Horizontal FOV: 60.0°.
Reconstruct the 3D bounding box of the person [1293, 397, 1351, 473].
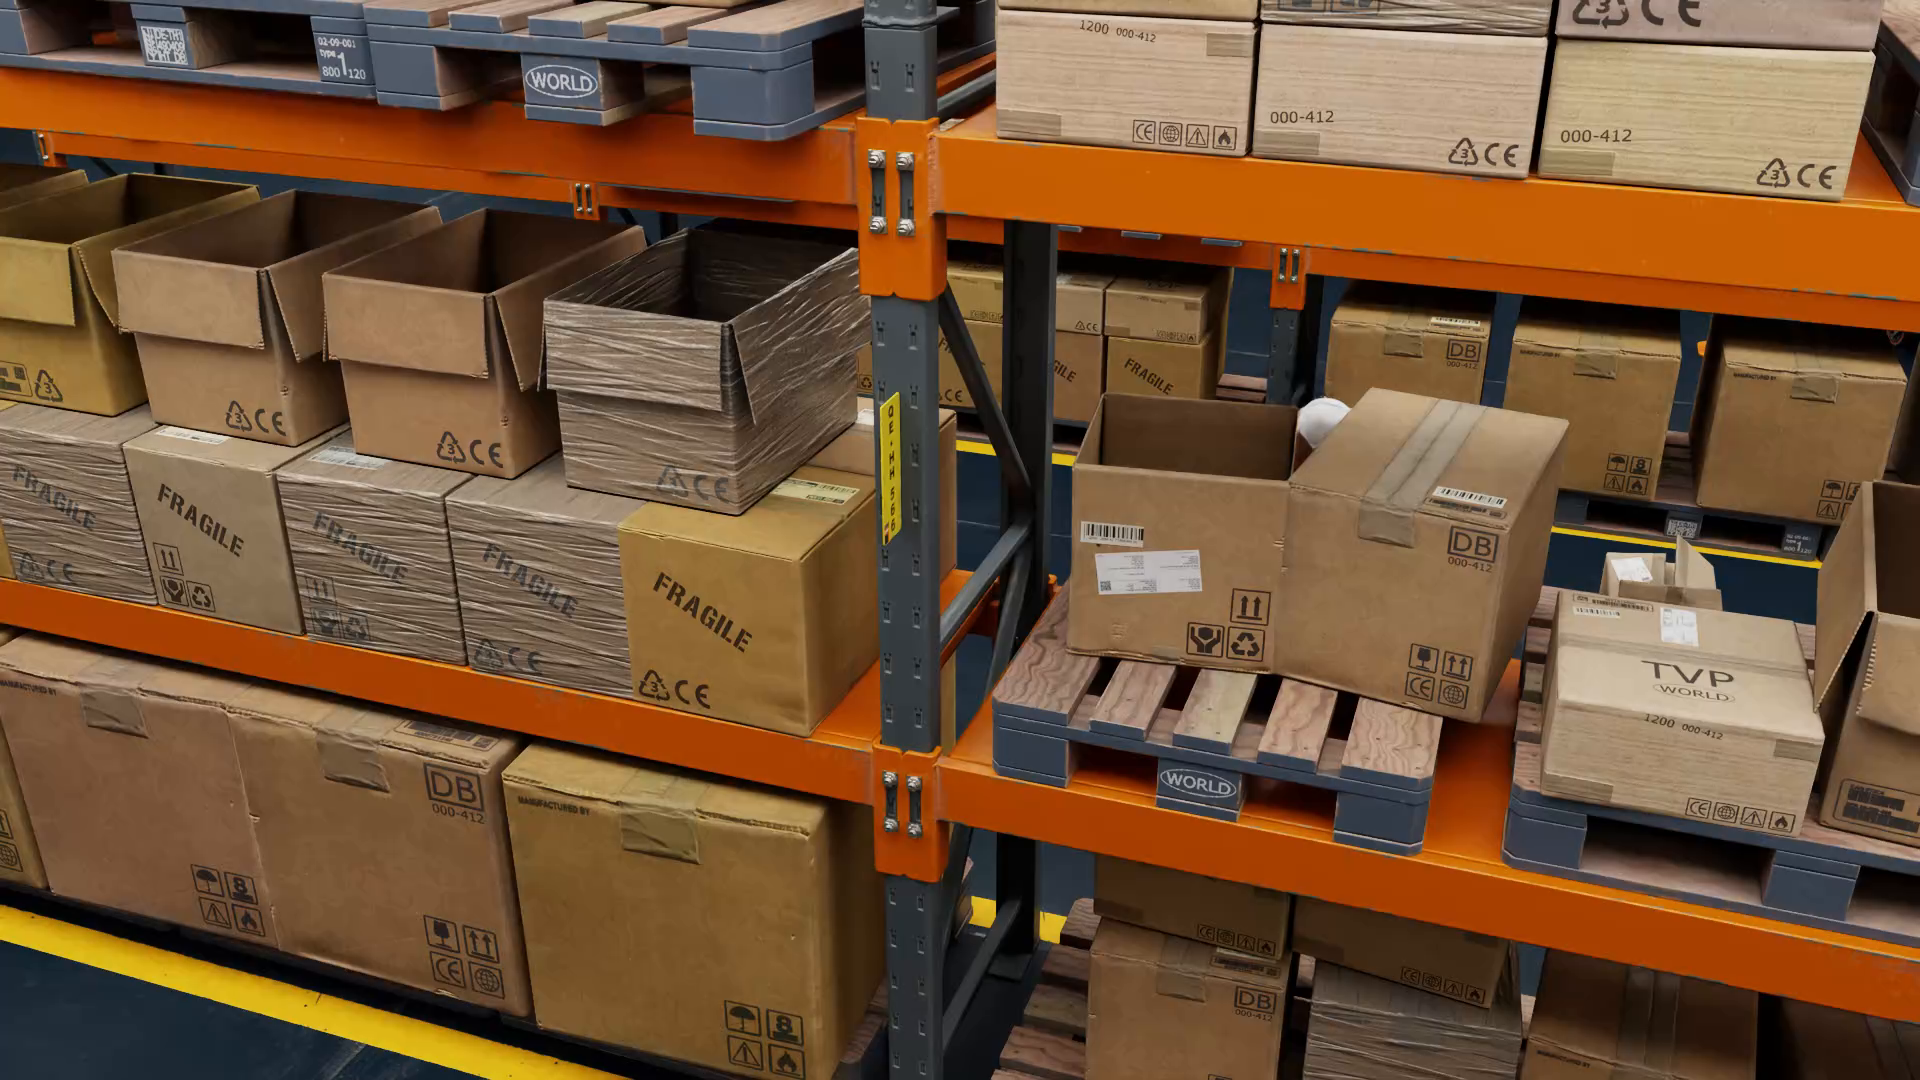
[{"bbox_3d":[1.032,0.263,5.690,0.576,1.633,0.613,11,28,21],"label":"person"}]
